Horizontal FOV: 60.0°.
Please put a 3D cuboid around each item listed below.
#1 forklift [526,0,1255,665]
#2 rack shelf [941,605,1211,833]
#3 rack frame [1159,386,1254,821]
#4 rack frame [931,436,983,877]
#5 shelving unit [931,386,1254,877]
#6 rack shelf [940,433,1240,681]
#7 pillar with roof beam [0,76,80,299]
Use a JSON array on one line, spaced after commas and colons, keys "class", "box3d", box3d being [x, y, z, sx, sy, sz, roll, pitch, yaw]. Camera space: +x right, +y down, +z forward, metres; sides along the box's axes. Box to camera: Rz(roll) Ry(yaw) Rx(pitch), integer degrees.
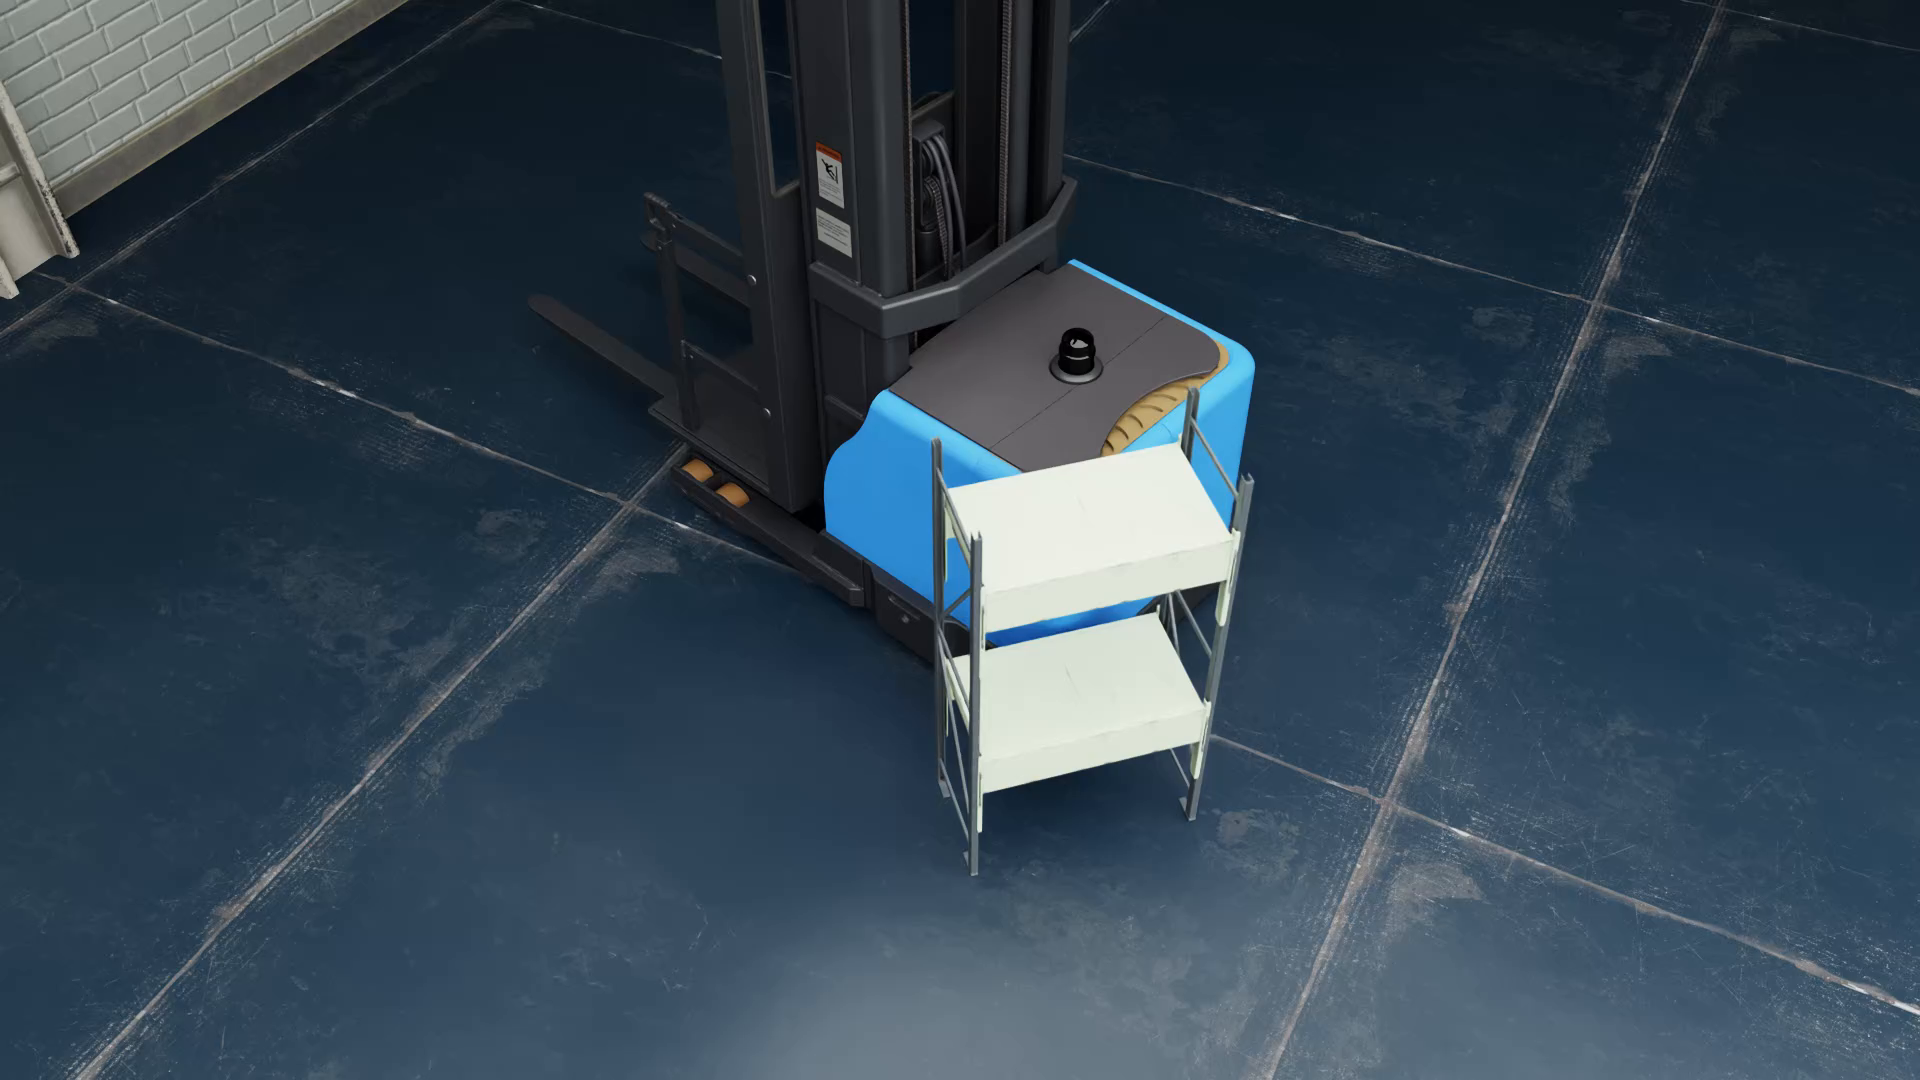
[{"class": "forklift", "box3d": [-0.463, -1.328, 5.502, 3.031, 2.935, 1.130, 33, 54, 28]}, {"class": "rack shelf", "box3d": [0.340, 0.544, 5.115, 0.720, 0.370, 0.431, -12, 47, -12]}, {"class": "rack frame", "box3d": [0.692, 0.242, 4.956, 0.023, 1.500, 0.400, -12, 47, -12]}, {"class": "rack frame", "box3d": [-0.010, 0.390, 4.810, 0.023, 1.500, 0.400, -12, 47, -12]}, {"class": "shelving unit", "box3d": [0.341, 0.316, 4.883, 0.755, 1.500, 0.431, -12, 47, -12]}, {"class": "rack shelf", "box3d": [0.341, 0.042, 4.604, 0.720, 0.370, 0.431, -12, 47, -12]}, {"class": "pillar with roof beam", "box3d": [-0.399, -2.973, 2.861, 9.100, 9.000, 0.400, 20, 49, 19]}]
